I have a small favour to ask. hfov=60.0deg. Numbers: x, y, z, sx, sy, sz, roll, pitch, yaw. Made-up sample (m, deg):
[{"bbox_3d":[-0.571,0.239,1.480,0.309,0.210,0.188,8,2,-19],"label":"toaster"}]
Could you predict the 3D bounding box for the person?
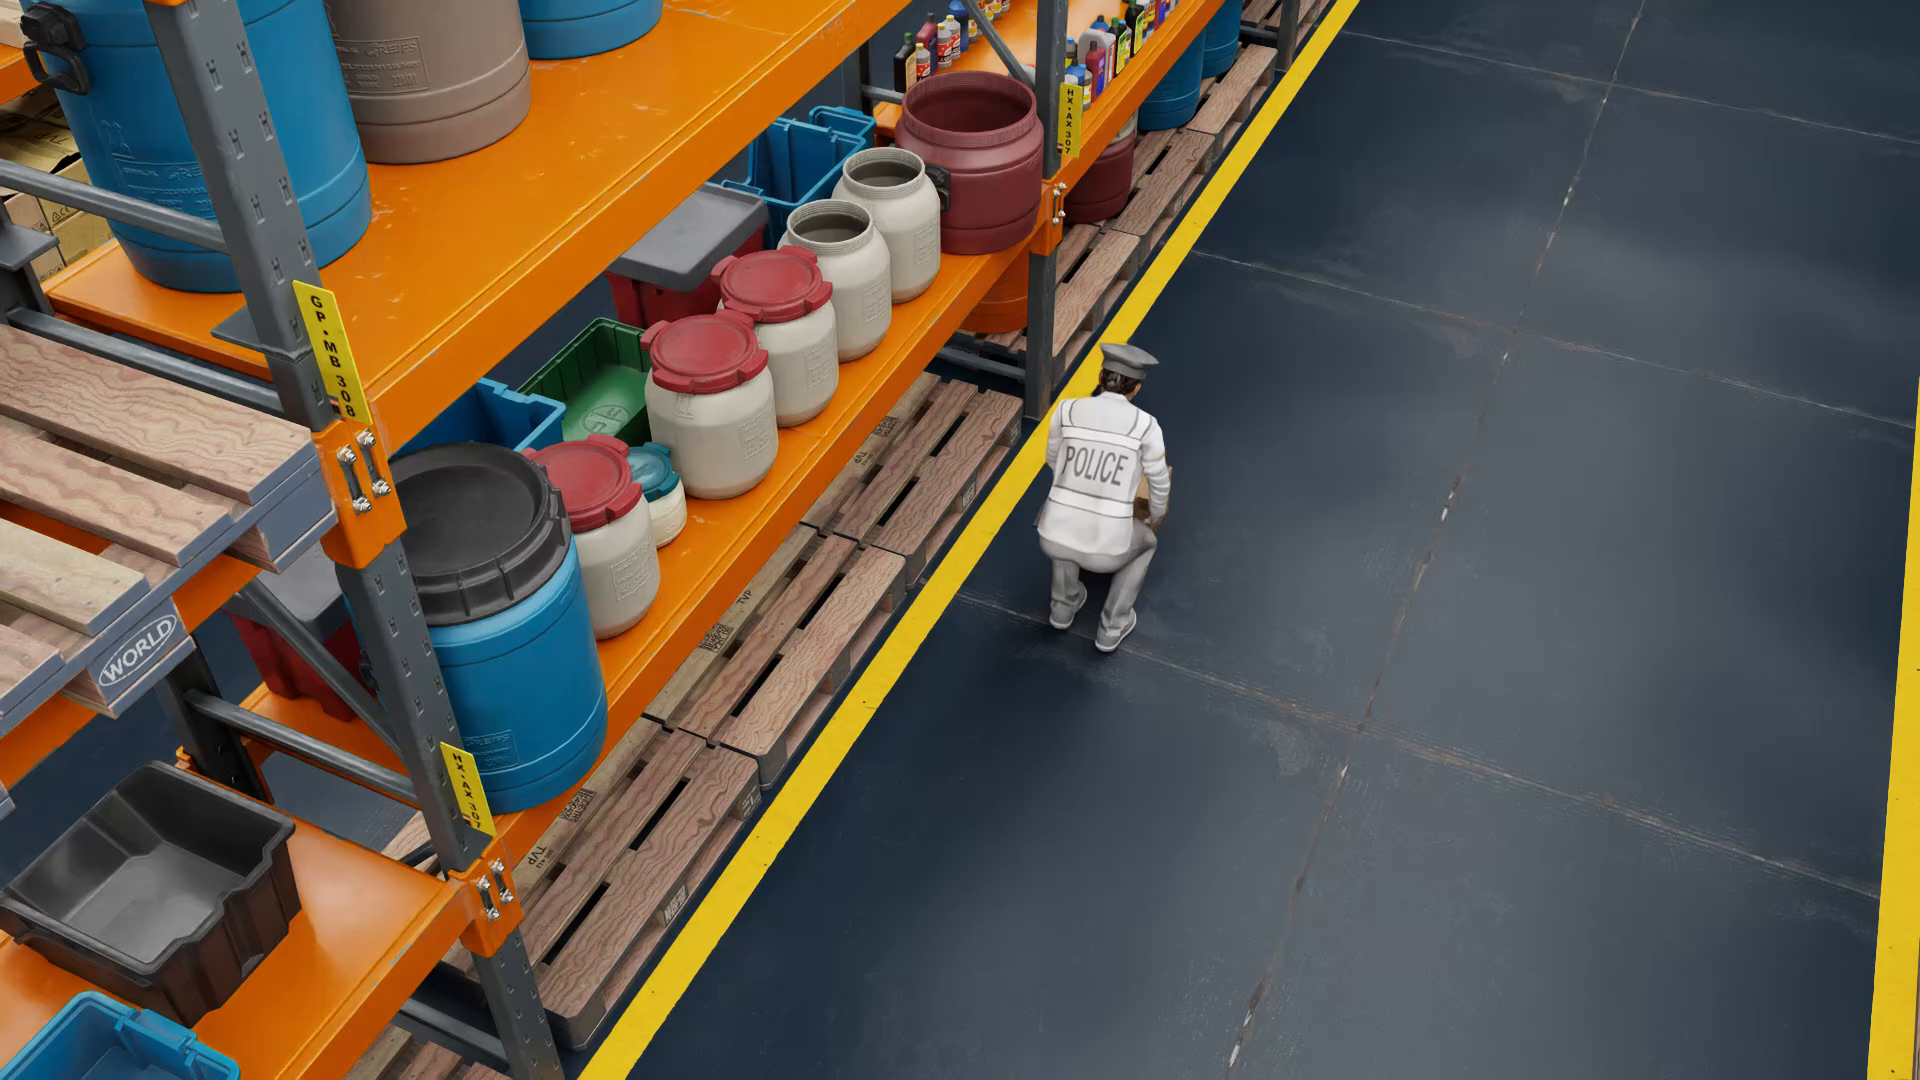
[{"bbox_3d":[0.547,-0.156,6.672,0.527,1.213,0.780,17,45,18],"label":"person"}]
